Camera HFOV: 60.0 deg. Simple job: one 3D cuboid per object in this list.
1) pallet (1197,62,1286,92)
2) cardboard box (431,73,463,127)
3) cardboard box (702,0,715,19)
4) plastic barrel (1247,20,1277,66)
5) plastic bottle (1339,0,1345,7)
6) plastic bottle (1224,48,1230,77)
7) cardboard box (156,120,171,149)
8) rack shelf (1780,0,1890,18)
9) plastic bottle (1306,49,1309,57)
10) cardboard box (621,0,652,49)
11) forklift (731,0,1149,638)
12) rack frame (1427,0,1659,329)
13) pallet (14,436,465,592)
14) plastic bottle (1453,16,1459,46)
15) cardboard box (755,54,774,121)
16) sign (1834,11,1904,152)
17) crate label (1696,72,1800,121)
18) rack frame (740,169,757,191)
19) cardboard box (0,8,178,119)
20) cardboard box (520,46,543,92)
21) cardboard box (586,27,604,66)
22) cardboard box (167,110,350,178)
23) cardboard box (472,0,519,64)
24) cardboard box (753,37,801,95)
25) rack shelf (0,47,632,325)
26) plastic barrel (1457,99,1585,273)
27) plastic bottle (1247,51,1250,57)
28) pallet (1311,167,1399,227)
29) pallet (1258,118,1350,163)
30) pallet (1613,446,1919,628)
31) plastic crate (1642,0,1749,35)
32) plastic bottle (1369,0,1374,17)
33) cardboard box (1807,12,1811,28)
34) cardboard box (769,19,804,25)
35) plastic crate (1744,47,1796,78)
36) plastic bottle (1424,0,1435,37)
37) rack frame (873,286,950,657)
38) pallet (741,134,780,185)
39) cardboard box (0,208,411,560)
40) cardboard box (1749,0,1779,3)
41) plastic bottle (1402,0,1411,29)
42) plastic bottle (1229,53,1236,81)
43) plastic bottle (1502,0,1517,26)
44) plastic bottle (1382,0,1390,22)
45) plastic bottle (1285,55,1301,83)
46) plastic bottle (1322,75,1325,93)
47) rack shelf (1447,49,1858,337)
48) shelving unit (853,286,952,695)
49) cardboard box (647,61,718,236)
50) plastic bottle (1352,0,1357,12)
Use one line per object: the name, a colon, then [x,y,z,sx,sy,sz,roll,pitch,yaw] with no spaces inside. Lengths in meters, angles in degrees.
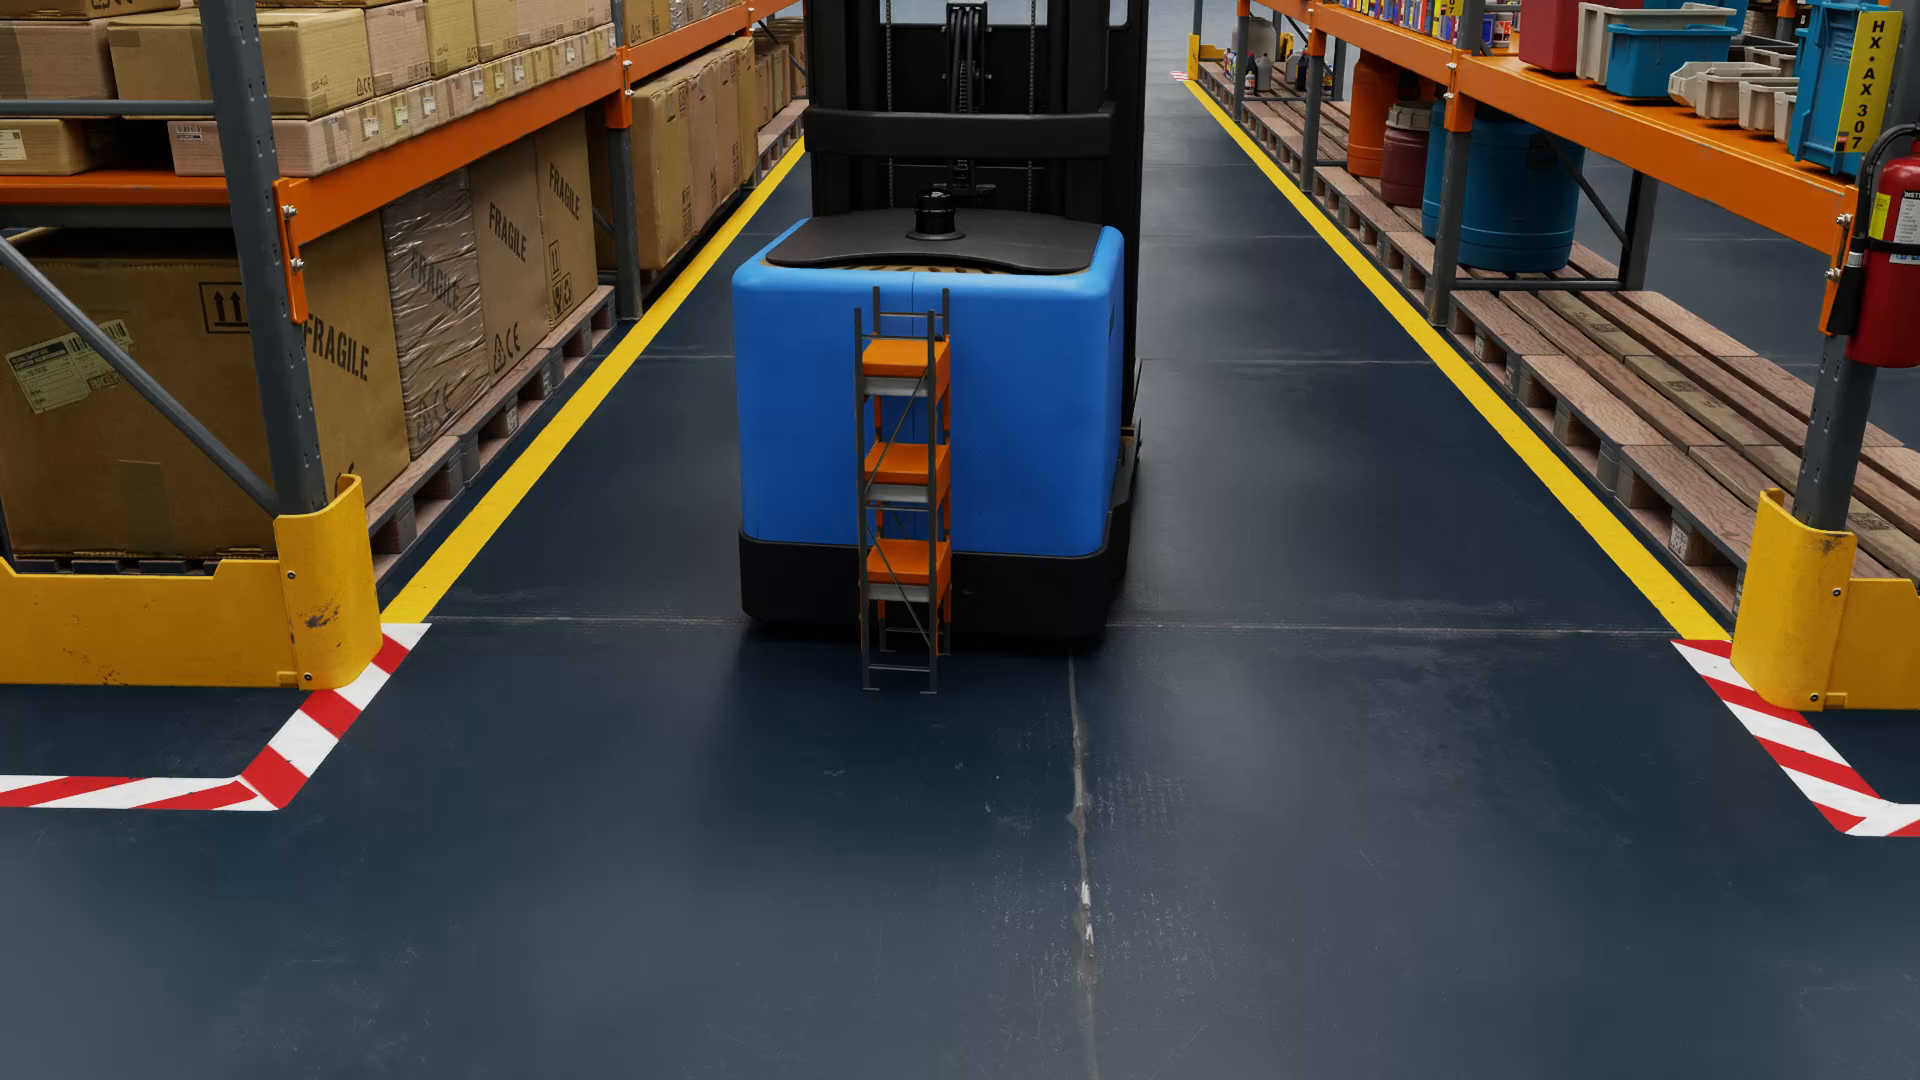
pallet: [3.218,-5.178,18.581,1.003,0.211,1.213,1,21,2]
cardboard box: [-1.864,-1.448,5.461,0.380,0.149,0.250,0,21,1]
cardboard box: [-1.791,-3.459,10.158,0.500,0.500,0.500,0,21,0]
plastic barrel: [3.245,-5.415,18.197,0.421,0.512,0.421,0,21,0]
plastic bottle: [2.624,-3.696,11.079,0.152,0.276,0.135,1,21,2]
plastic bottle: [2.812,-5.004,17.426,0.061,0.283,0.133,1,21,3]
cardboard box: [-2.537,-1.269,5.000,0.380,0.149,0.250,1,21,2]
rack shelf: [7.972,-4.239,13.301,1.077,0.370,4.000,1,21,2]
plastic bottle: [3.540,-4.832,16.890,0.144,0.351,0.185,0,21,1]
cardboard box: [-1.848,-2.725,8.267,0.500,0.500,0.500,1,21,2]
forklift: [0.088,-1.589,5.573,1.130,2.935,3.031,3,21,8]
rack frame: [2.839,-2.460,7.723,1.000,3.000,0.127,1,21,2]
pallet: [-2.287,-0.059,5.388,1.003,0.211,1.213,1,21,2]
plastic bottle: [2.504,-2.556,8.245,0.097,0.201,0.097,0,21,0]
cardboard box: [-1.959,-3.851,14.154,0.700,0.500,0.500,-1,21,-3]
sign: [2.167,-1.090,3.967,0.100,0.325,0.005,1,21,2]
crate label: [2.568,-1.422,5.328,0.396,0.136,0.243,1,21,2]
rack frame: [-1.990,-3.961,11.591,1.000,3.000,0.127,1,21,2]
cardboard box: [-2.484,-1.316,4.569,0.500,0.250,0.500,0,21,1]
cardboard box: [-1.832,-1.819,6.418,0.380,0.149,0.250,0,21,1]
cardboard box: [-1.801,-2.191,7.376,0.380,0.149,0.250,1,21,3]
cardboard box: [-1.893,-1.076,4.503,0.380,0.149,0.250,1,21,2]
cardboard box: [-1.910,-1.866,5.989,0.500,0.250,0.500,0,21,1]
cardboard box: [-1.816,-4.582,16.067,0.500,0.500,0.500,0,21,0]
rack shelf: [-2.173,-1.456,6.130,1.077,0.370,4.000,1,21,2]
plastic barrel: [2.872,-1.874,8.534,0.600,0.901,0.708,1,21,2]
plastic bottle: [2.819,-4.629,16.365,0.144,0.351,0.185,0,21,-1]
pallet: [2.978,-2.321,11.219,1.003,0.211,1.213,1,21,2]
pallet: [3.063,-3.326,13.810,1.003,0.211,1.213,1,21,2]
pallet: [2.781,-0.012,5.268,1.003,0.211,1.213,1,21,2]
plastic crate: [3.166,-2.308,7.271,0.392,0.384,0.575,1,21,2]
plastic bottle: [2.568,-3.353,10.202,0.097,0.271,0.097,0,21,0]
cardboard box: [8.360,-4.725,15.743,0.500,0.500,0.500,1,21,2]
cardboard box: [-1.767,-5.442,18.283,0.500,0.500,0.500,6,22,16]
plastic crate: [3.086,-1.733,6.129,0.293,0.136,0.466,1,21,2]
plastic bottle: [2.545,-2.840,8.770,0.144,0.351,0.185,1,21,2]
rack frame: [-0.127,-0.167,4.508,0.200,1.050,0.008,3,21,8]
pallet: [-1.965,-2.944,12.824,1.003,0.211,1.213,1,21,2]
cardboard box: [-2.294,-0.506,5.044,0.875,0.875,0.875,1,21,2]
cardboard box: [8.420,-5.448,17.607,0.500,0.500,0.500,1,21,2]
plastic bottle: [2.565,-2.996,9.274,0.152,0.276,0.135,1,21,2]
plastic bottle: [2.818,-4.847,17.038,0.097,0.271,0.097,0,21,0]
plastic bottle: [3.162,-3.096,9.539,0.097,0.271,0.097,0,21,0]
plastic bottle: [2.582,-3.195,9.787,0.152,0.276,0.135,1,21,2]
plastic bottle: [3.391,-4.790,16.885,0.152,0.276,0.135,1,21,2]
plastic bottle: [3.533,-4.401,15.984,0.097,0.201,0.097,0,21,0]
rack shelf: [2.778,-1.402,5.990,1.077,0.370,4.000,1,21,2]
shelving unit: [-0.145,-0.123,4.395,0.215,1.050,0.252,3,21,8]
cardboard box: [-2.086,-2.275,9.602,1.225,0.875,0.875,0,21,0]
plastic bottle: [2.610,-3.529,10.648,0.152,0.276,0.135,1,21,2]
